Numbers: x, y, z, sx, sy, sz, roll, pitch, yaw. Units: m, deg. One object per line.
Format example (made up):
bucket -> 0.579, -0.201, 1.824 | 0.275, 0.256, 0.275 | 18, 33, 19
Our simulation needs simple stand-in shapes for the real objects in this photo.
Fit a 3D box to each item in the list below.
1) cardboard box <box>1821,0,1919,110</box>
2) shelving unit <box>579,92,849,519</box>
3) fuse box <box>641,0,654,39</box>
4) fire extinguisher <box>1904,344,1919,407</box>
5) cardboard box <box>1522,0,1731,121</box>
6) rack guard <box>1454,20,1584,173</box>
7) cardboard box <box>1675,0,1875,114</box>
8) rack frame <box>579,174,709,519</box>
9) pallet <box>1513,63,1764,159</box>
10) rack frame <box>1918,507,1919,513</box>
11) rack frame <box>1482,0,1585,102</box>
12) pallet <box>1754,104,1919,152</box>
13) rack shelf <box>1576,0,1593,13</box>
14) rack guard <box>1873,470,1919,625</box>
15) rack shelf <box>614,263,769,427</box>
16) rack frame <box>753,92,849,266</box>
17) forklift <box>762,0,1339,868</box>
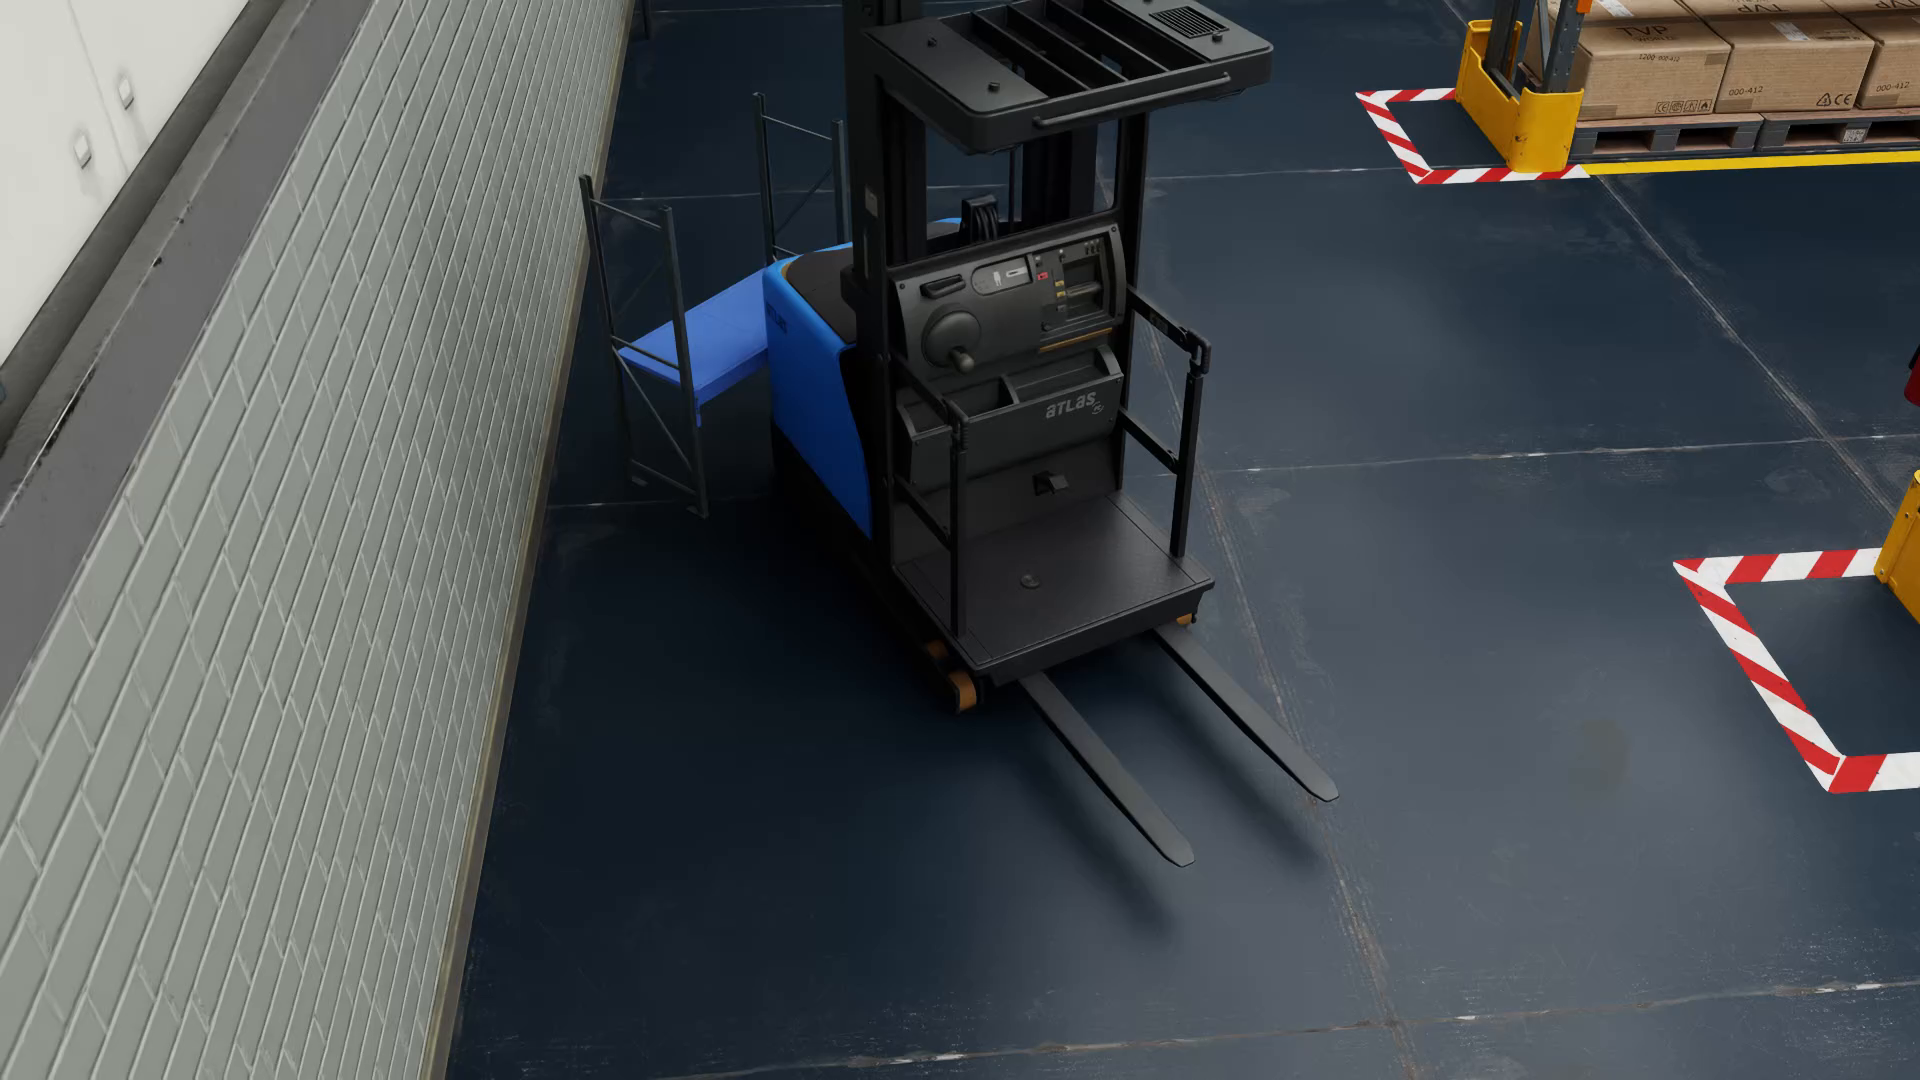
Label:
cardboard box -> 5.948, -3.125, 10.519 | 0.875, 0.438, 0.875 | -4, 38, -5
shelving unit -> -1.014, -1.034, 7.348 | 0.538, 1.500, 1.048 | 25, 45, 29
fuse box -> -2.165, -4.239, 11.241 | 0.414, 1.711, 0.539 | -3, 38, -4
fire extinguisher -> 3.737, -0.810, 6.218 | 0.183, 0.674, 0.296 | -3, 38, -4
cardboard box -> 4.138, -3.021, 10.387 | 0.875, 0.438, 0.875 | -4, 38, -6
rack guard -> 3.466, -2.782, 10.372 | 0.348, 0.500, 1.175 | -3, 38, -4
cardboard box -> 5.049, -3.077, 10.457 | 0.875, 0.438, 0.875 | -2, 38, -3
rack frame -> -1.324, -0.785, 7.032 | 0.500, 1.500, 0.032 | 25, 45, 29
pallet -> 4.279, -2.762, 10.580 | 1.213, 0.211, 1.003 | -3, 38, -4
rack frame -> 4.029, -0.716, 5.736 | 0.127, 3.000, 1.000 | -3, 38, -4
rack frame -> 3.490, -3.764, 9.599 | 0.127, 3.000, 1.000 | -3, 38, -4
pallet -> 5.492, -2.827, 10.662 | 1.213, 0.211, 1.003 | -3, 38, -4
rack shelf -> 5.482, -3.592, 9.961 | 4.000, 0.370, 1.077 | -3, 38, -4
rack guard -> 4.105, 0.261, 6.515 | 0.348, 0.500, 1.175 | -3, 38, -4
rack shelf -> -1.013, -0.893, 7.459 | 0.538, 0.185, 1.000 | 25, 45, 29
rack frame -> -0.703, -1.284, 7.665 | 0.500, 1.500, 0.032 | 25, 45, 29
forklift -> 0.299, -0.812, 5.913 | 1.130, 2.935, 3.031 | -19, 42, -22
